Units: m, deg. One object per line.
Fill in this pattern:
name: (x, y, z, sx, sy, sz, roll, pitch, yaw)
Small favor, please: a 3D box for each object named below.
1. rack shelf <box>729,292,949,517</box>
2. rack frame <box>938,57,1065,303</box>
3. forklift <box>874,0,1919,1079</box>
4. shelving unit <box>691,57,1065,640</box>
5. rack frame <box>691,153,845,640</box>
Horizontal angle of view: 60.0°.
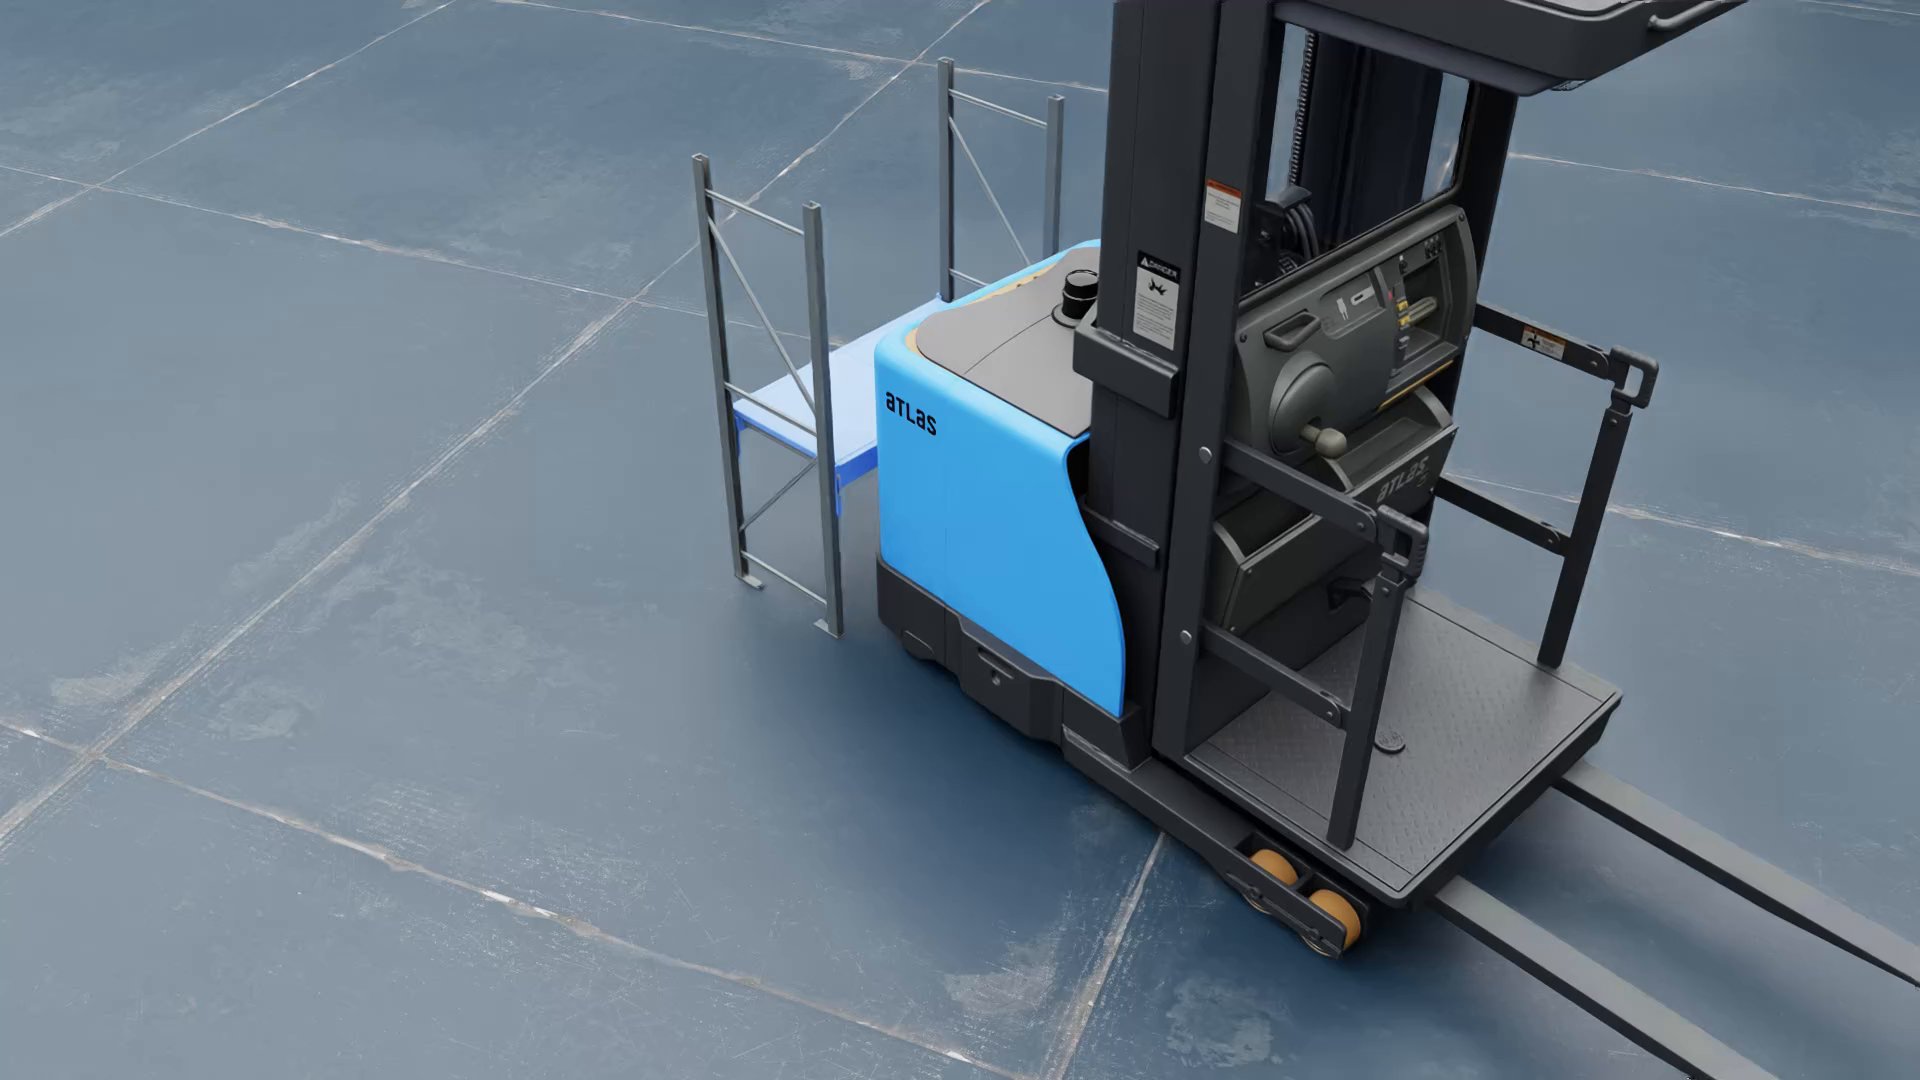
rack shelf: (-0.221, -0.468, 5.423, 0.538, 0.185, 1.000, 29, 45, 33)
rack frame: (0.124, -0.836, 5.615, 0.500, 1.500, 0.032, 29, 45, 33)
forklift: (1.118, -0.450, 3.904, 1.130, 2.935, 3.031, -30, 46, -34)
shelving unit: (-0.221, -0.612, 5.316, 0.538, 1.500, 1.048, 29, 45, 33)
rack frame: (-0.565, -0.388, 5.016, 0.500, 1.500, 0.032, 29, 45, 33)
